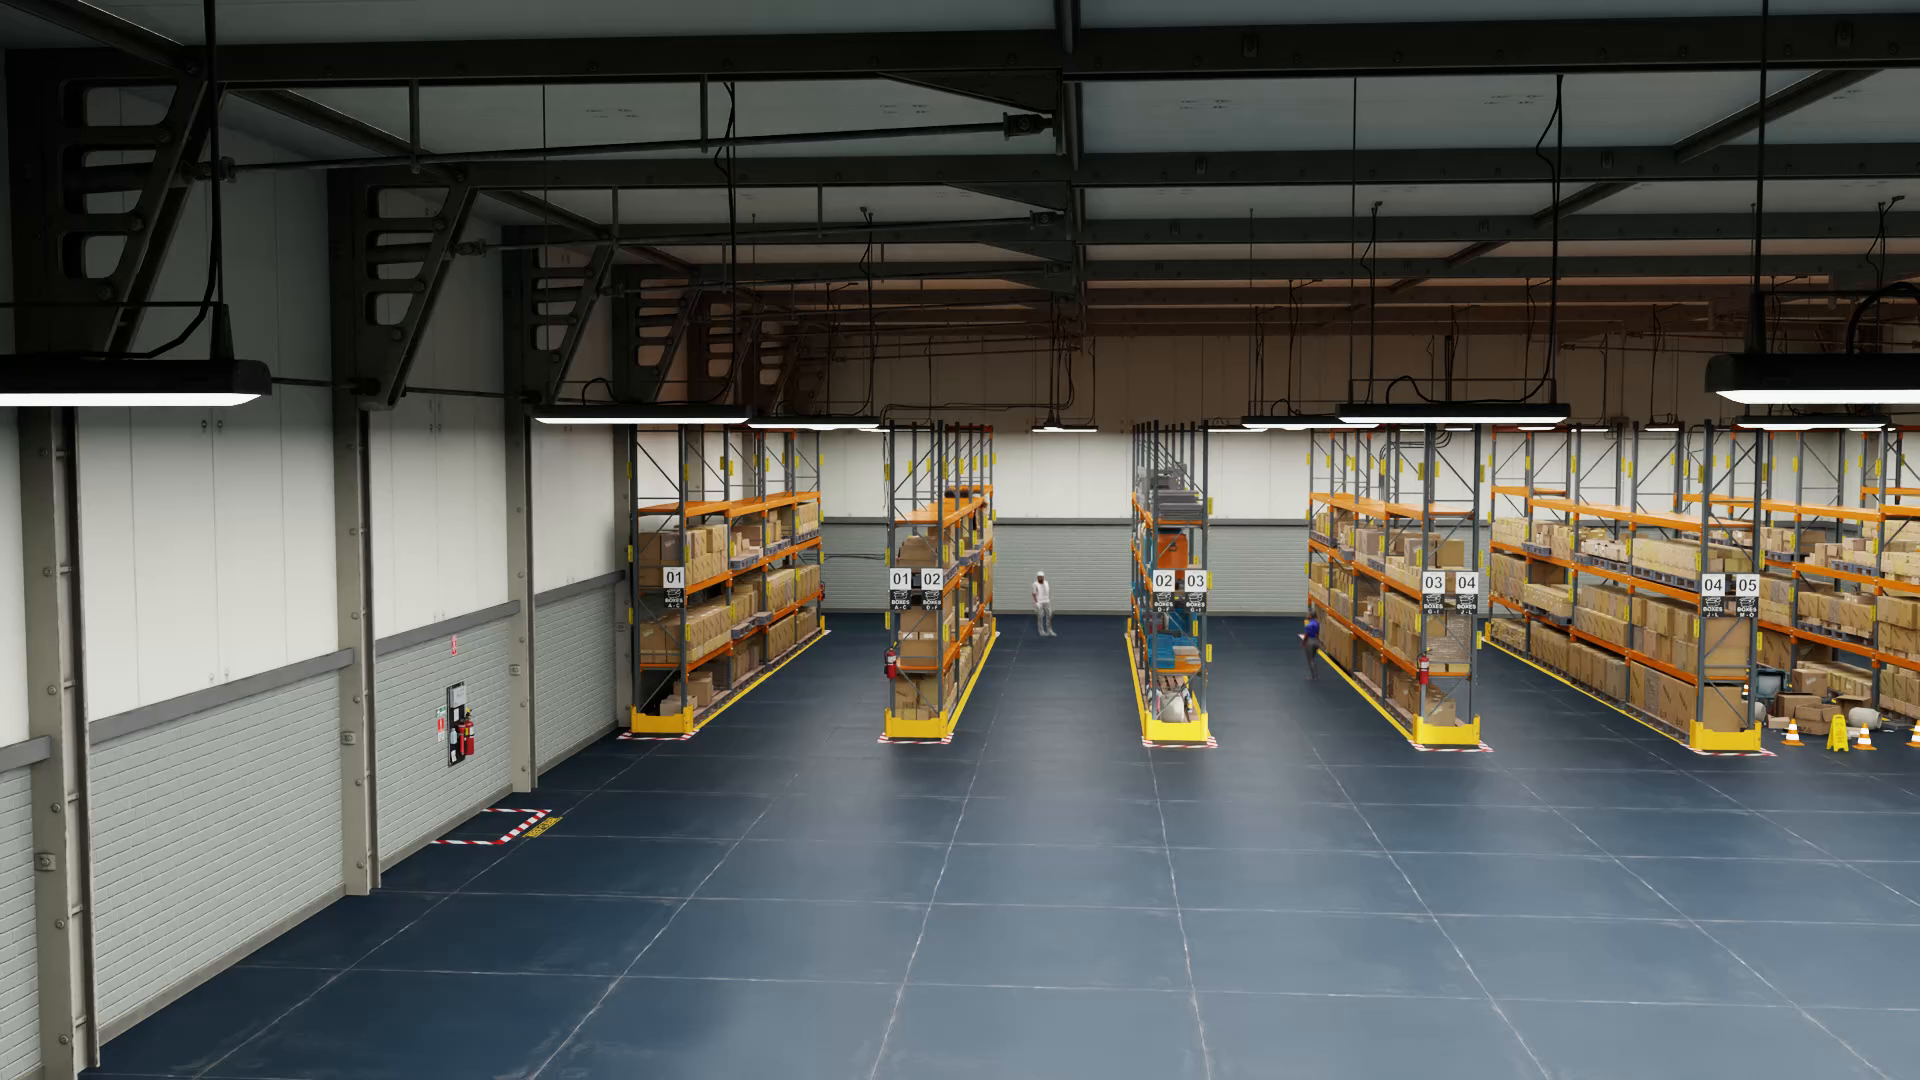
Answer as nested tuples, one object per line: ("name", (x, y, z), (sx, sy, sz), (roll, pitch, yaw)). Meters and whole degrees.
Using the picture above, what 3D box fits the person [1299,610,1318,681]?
("person", (8.132, 2.472, 38.595), (0.486, 1.707, 0.481), (-3, 4, -37))

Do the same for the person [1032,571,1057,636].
("person", (2.338, 1.769, 46.111), (0.711, 1.815, 0.403), (-2, 4, -31))
